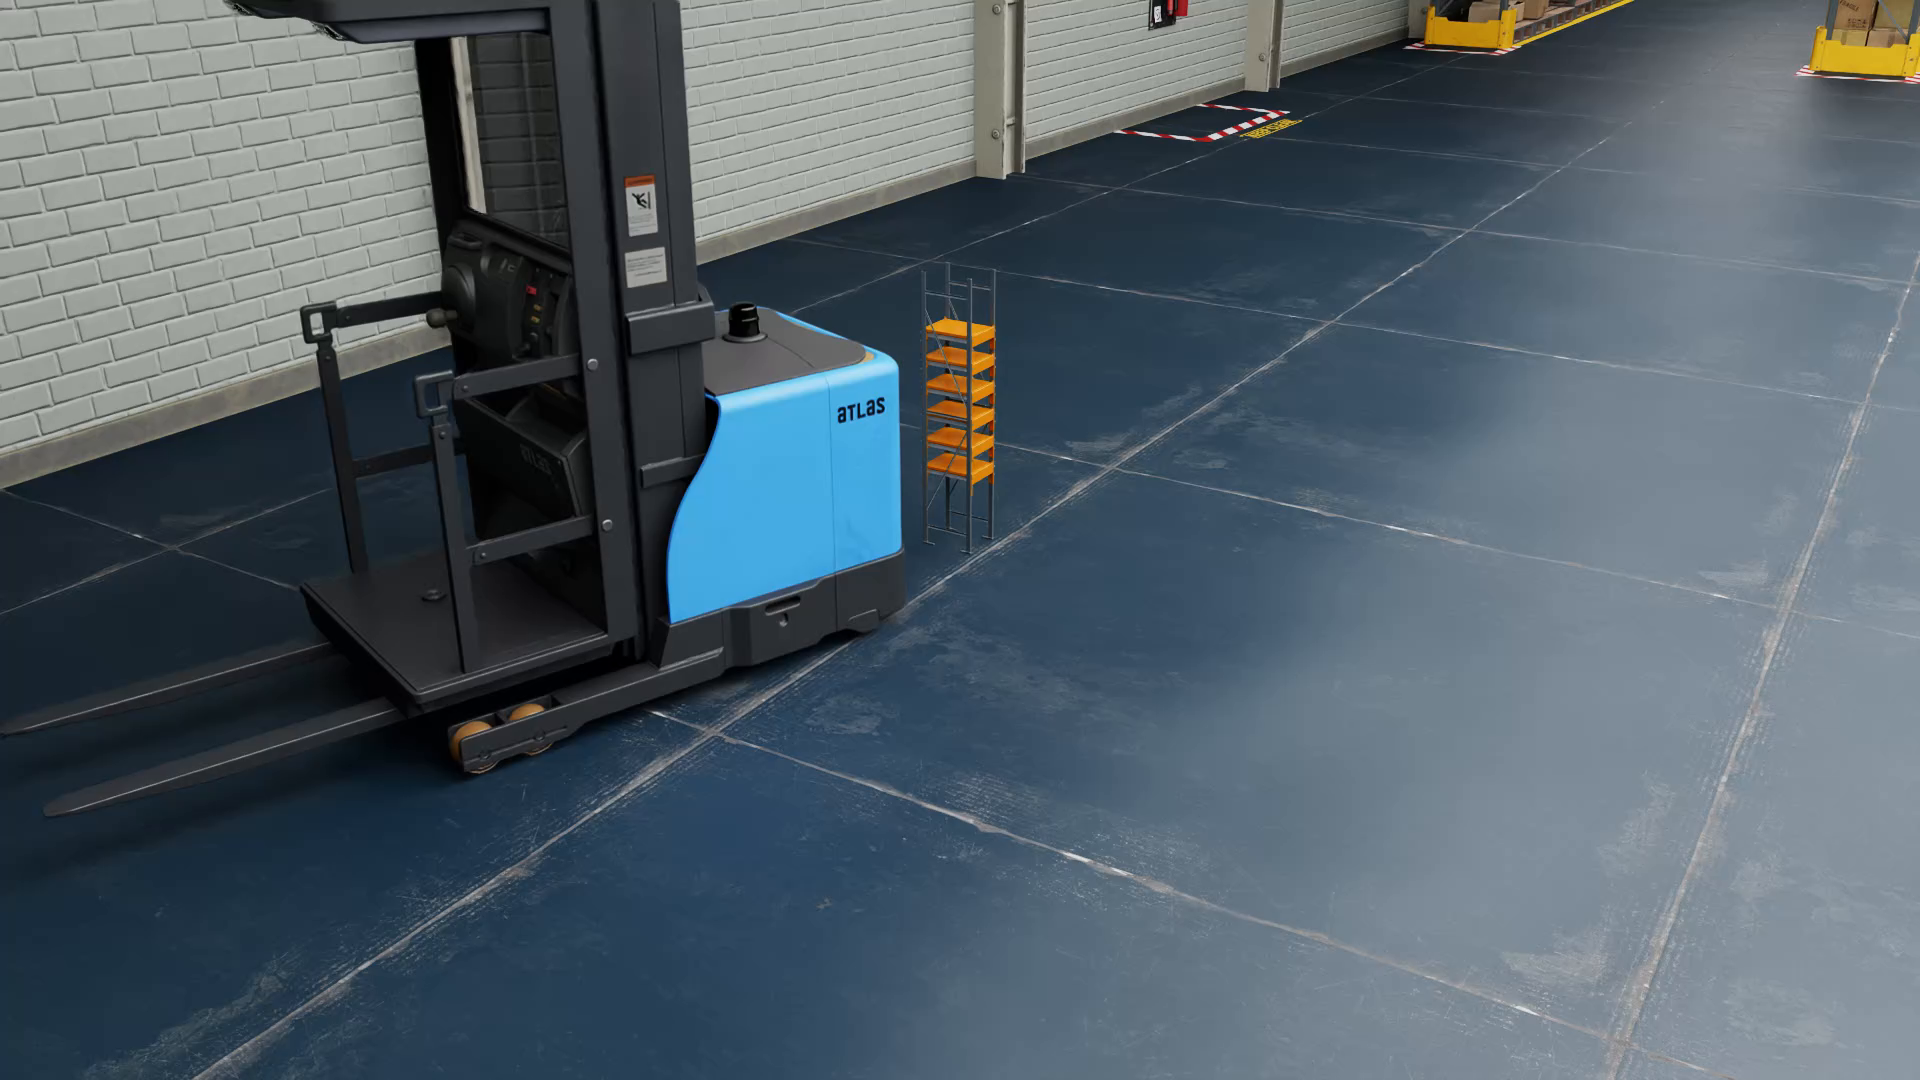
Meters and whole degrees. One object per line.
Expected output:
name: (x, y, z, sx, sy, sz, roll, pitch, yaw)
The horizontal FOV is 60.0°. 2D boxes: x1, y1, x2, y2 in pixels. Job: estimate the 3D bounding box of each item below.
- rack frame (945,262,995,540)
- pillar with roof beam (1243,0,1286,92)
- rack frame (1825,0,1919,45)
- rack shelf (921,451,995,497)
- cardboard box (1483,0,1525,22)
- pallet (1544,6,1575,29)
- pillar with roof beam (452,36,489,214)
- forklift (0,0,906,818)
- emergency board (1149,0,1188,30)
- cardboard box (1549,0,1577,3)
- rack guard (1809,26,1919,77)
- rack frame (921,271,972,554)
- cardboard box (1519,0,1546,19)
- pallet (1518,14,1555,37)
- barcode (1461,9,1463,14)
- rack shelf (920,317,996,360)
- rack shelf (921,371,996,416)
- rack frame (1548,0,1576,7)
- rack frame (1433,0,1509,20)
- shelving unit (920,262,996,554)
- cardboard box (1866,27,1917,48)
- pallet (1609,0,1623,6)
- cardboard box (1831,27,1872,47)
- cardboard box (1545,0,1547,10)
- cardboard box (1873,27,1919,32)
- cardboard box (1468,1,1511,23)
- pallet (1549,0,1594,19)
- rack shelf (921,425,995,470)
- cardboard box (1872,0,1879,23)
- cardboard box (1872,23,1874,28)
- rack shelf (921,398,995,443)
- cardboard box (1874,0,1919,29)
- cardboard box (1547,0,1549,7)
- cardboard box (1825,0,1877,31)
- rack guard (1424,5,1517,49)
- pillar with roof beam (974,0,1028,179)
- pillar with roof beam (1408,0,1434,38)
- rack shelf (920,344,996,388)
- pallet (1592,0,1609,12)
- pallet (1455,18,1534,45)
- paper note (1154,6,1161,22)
rack frame: (0.041, -0.577, 7.072, 0.240, 1.200, 0.006, 14, 27, 29)
pillar with roof beam: (7.171, -8.504, 15.566, 9.100, 9.000, 0.400, 14, 27, 29)
rack frame: (11.255, -7.223, 20.160, 1.000, 3.000, 0.127, 14, 27, 29)
rack shelf: (-0.008, -0.285, 7.113, 0.258, 0.103, 0.180, 14, 27, 29)
cardboard box: (7.786, -7.635, 23.942, 0.500, 0.311, 0.500, 16, 28, 33)
pallet: (8.830, -8.096, 25.687, 1.003, 0.211, 1.213, 14, 27, 29)
pillar with roof beam: (0.841, -4.453, 6.210, 9.100, 9.000, 0.400, 14, 27, 29)
forklift: (-1.679, -0.814, 5.440, 3.031, 2.935, 1.130, -18, 29, -35)
emergency board: (2.178, -5.827, 16.933, 0.194, 1.169, 0.643, 14, 27, 29)
cardboard box: (9.528, -8.917, 26.665, 0.700, 0.500, 0.500, 15, 28, 31)
rack guard: (11.242, -6.068, 20.638, 1.175, 0.500, 0.348, 14, 27, 29)
rack frame: (-0.056, -0.515, 6.929, 0.240, 1.200, 0.006, 14, 27, 29)
cardboard box: (8.216, -7.959, 24.452, 0.700, 0.500, 0.500, 12, 26, 26)
pallet: (8.187, -7.683, 24.732, 1.003, 0.211, 1.213, 14, 27, 29)
barcode: (7.156, -7.537, 23.704, 0.001, 0.075, 0.075, 14, 27, 29)
rack shelf: (-0.008, -0.835, 6.875, 0.258, 0.103, 0.180, 14, 27, 29)
rack shelf: (-0.008, -0.615, 6.970, 0.258, 0.103, 0.180, 14, 27, 29)
rack frame: (9.154, -9.610, 25.674, 1.000, 3.000, 0.127, 14, 27, 29)
rack frame: (7.044, -8.260, 22.555, 1.000, 3.000, 0.127, 14, 27, 29)
shelving unit: (-0.008, -0.546, 7.000, 0.258, 1.200, 0.189, 14, 27, 29)
cardboard box: (11.727, -6.289, 20.933, 0.500, 0.250, 0.500, 14, 27, 29)
pallet: (10.851, -9.417, 28.738, 1.003, 0.211, 1.213, 14, 27, 29)
cardboard box: (11.287, -6.397, 21.184, 0.500, 0.250, 0.500, 14, 27, 29)
cardboard box: (8.641, -8.306, 25.254, 0.500, 0.500, 0.500, 12, 26, 25)
cardboard box: (11.987, -6.458, 21.325, 0.500, 0.250, 0.500, 14, 27, 29)
cardboard box: (7.486, -7.443, 23.498, 0.500, 0.311, 0.500, 11, 26, 23)
pallet: (9.564, -8.594, 26.835, 1.003, 0.211, 1.213, 14, 27, 29)
rack shelf: (-0.008, -0.395, 7.066, 0.258, 0.103, 0.180, 14, 27, 29)
cardboard box: (11.800, -7.082, 21.823, 0.500, 0.500, 0.500, 14, 27, 29)
cardboard box: (11.540, -6.568, 21.579, 0.500, 0.250, 0.500, 14, 27, 29)
rack shelf: (-0.008, -0.505, 7.018, 0.258, 0.103, 0.180, 14, 27, 29)
cardboard box: (11.989, -6.802, 21.175, 0.500, 0.500, 0.500, 14, 27, 29)
cardboard box: (8.898, -8.325, 25.717, 0.380, 0.166, 0.250, 10, 25, 22)
cardboard box: (11.285, -6.742, 21.036, 0.500, 0.500, 0.500, 14, 27, 29)
rack guard: (7.084, -7.139, 23.111, 1.175, 0.500, 0.348, 14, 27, 29)
pillar with roof beam: (4.006, -6.478, 10.888, 9.100, 9.000, 0.400, 14, 27, 29)
pillar with roof beam: (10.336, -10.529, 20.244, 9.100, 9.000, 0.400, 14, 27, 29)
rack shelf: (-0.008, -0.725, 6.923, 0.258, 0.103, 0.180, 14, 27, 29)
pallet: (10.206, -9.007, 27.790, 1.003, 0.211, 1.213, 14, 27, 29)
pallet: (7.543, -7.273, 23.784, 1.003, 0.211, 1.213, 14, 27, 29)
paper note: (2.026, -5.377, 17.004, 0.016, 0.148, 0.142, 14, 27, 29)
